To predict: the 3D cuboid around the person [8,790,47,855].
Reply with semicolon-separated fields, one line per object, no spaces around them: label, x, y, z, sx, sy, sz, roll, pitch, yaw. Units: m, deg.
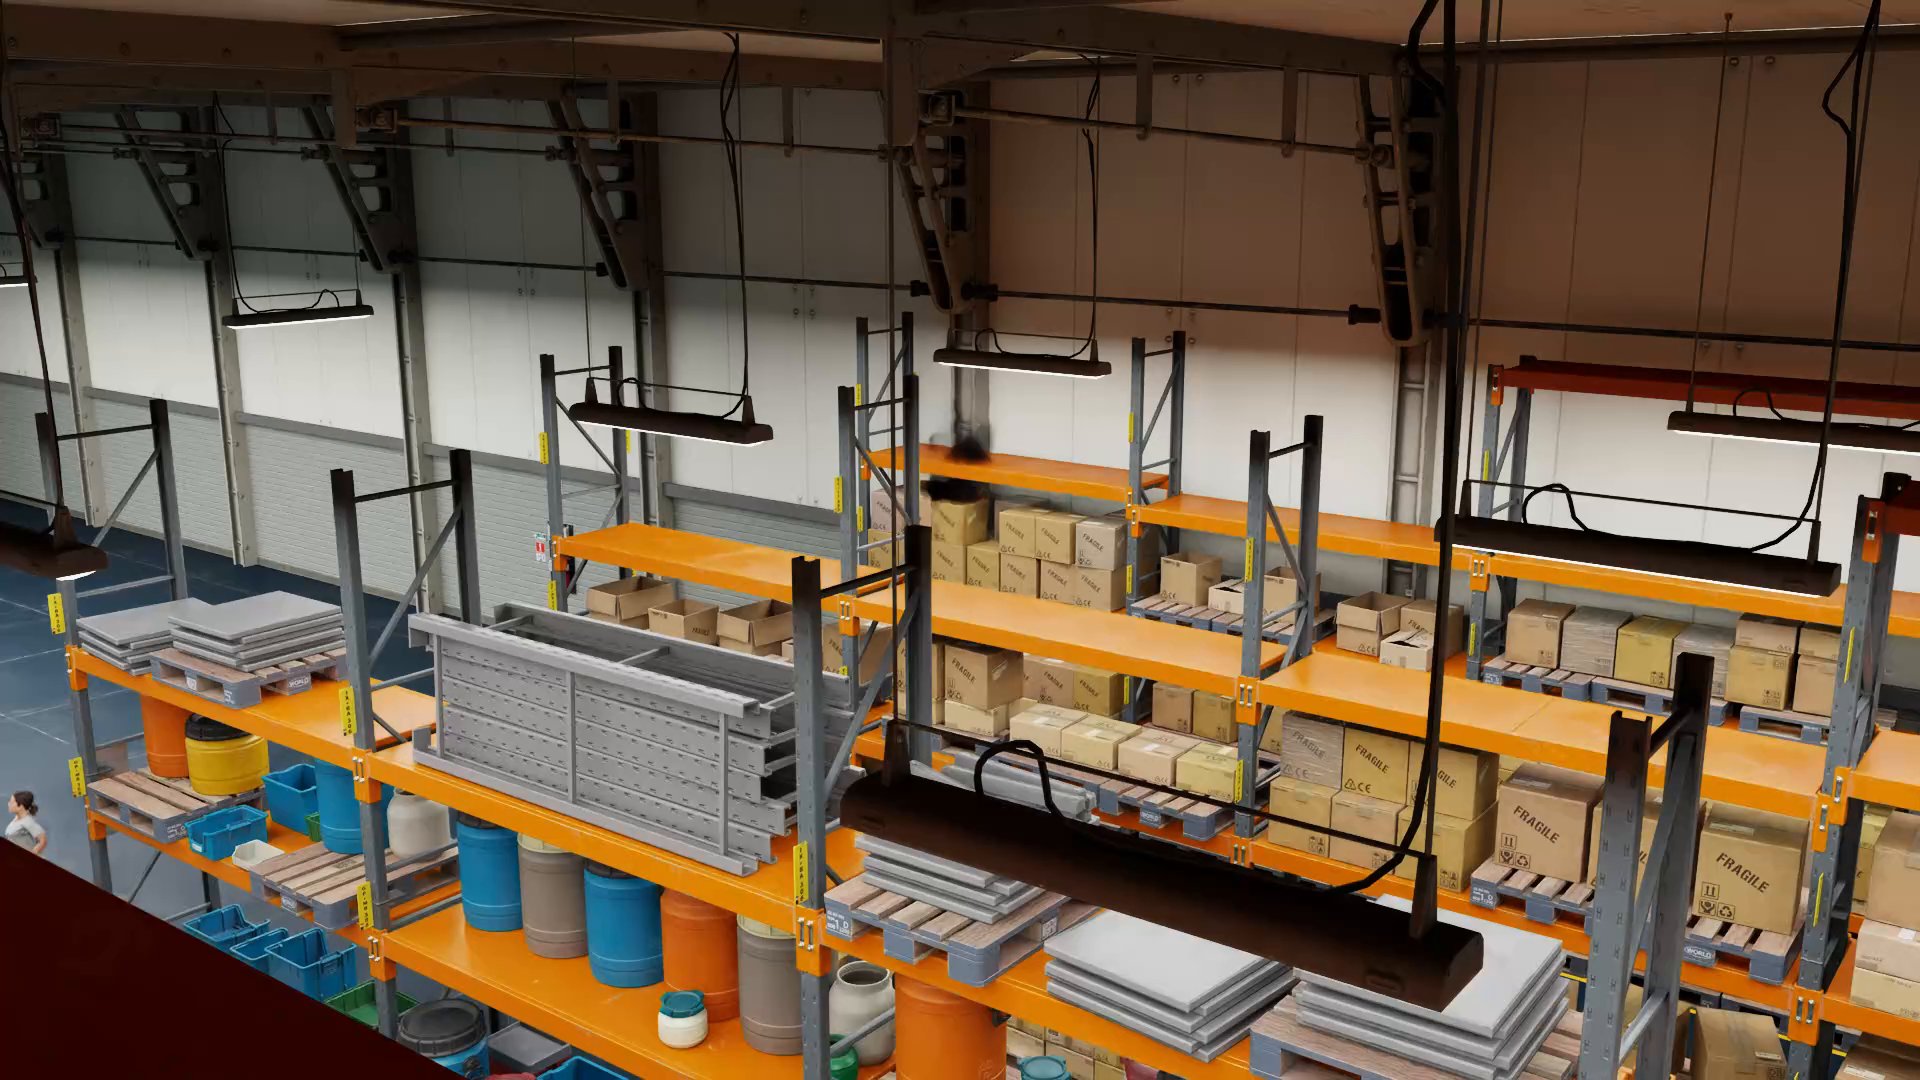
person;-9.638;2.936;16.972;0.525;0.774;0.567;-8;15;-30
